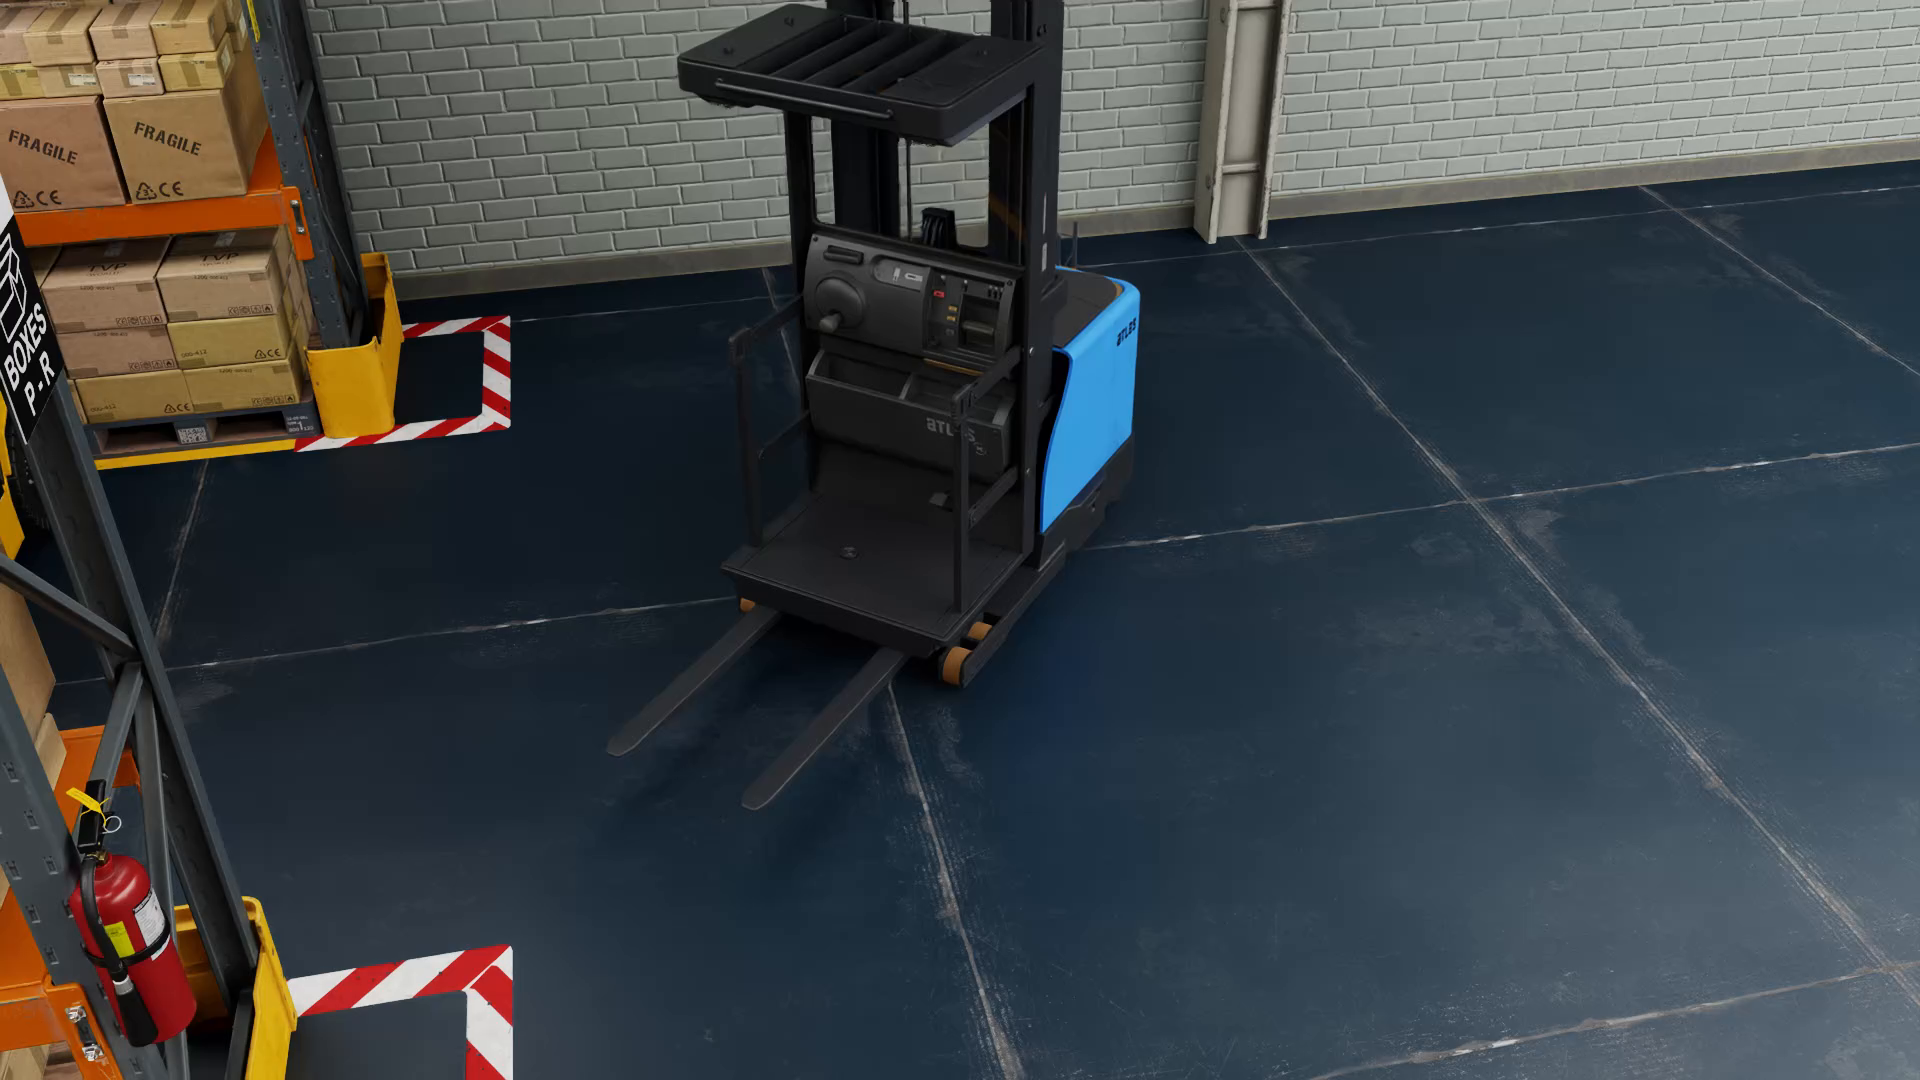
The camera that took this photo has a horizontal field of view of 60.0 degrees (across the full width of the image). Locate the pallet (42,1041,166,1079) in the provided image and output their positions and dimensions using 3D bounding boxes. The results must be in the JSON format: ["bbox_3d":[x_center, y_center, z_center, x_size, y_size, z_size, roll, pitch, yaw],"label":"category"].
[{"bbox_3d":[-3.018,1.853,4.799,1.213,0.211,1.003,-7,35,-11],"label":"pallet"}]

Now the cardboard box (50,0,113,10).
[{"bbox_3d":[-4.134,-2.547,7.915,0.250,0.149,0.380,-7,34,-10],"label":"cardboard box"}]

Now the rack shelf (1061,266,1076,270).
[{"bbox_3d":[0.406,-1.251,7.971,0.258,0.103,0.180,17,37,23],"label":"rack shelf"}]

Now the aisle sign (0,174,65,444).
[{"bbox_3d":[-2.152,-0.650,3.694,0.004,0.787,0.394,-7,35,-11],"label":"aisle sign"}]

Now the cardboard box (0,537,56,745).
[{"bbox_3d":[-2.667,0.348,4.183,0.500,0.500,0.500,-8,35,-11],"label":"cardboard box"}]

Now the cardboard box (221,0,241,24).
[{"bbox_3d":[-3.617,-2.601,7.995,0.250,0.149,0.380,-8,35,-11],"label":"cardboard box"}]

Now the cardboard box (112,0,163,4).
[{"bbox_3d":[-3.890,-2.602,7.997,0.250,0.149,0.380,-6,34,-9],"label":"cardboard box"}]

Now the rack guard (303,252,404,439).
[{"bbox_3d":[-3.219,-1.057,8.876,0.348,0.500,1.175,-7,35,-11],"label":"rack guard"}]

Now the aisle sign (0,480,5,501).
[{"bbox_3d":[-2.019,-0.324,3.208,0.004,0.787,0.394,-7,35,-11],"label":"aisle sign"}]

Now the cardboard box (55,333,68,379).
[{"bbox_3d":[-4.639,-0.972,8.148,0.500,0.250,0.500,-8,35,-12],"label":"cardboard box"}]

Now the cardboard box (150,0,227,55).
[{"bbox_3d":[-3.545,-2.368,7.647,0.250,0.149,0.380,-7,35,-10],"label":"cardboard box"}]

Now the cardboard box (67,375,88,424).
[{"bbox_3d":[-4.608,-0.782,8.315,0.500,0.250,0.500,-7,34,-10],"label":"cardboard box"}]

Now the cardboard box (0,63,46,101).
[{"bbox_3d":[-4.272,-2.137,7.571,0.250,0.149,0.380,-7,35,-11],"label":"cardboard box"}]

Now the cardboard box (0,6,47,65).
[{"bbox_3d":[-4.287,-2.283,7.522,0.250,0.149,0.380,-7,34,-10],"label":"cardboard box"}]

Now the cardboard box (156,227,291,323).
[{"bbox_3d":[-3.623,-1.314,8.209,0.500,0.250,0.500,-6,34,-9],"label":"cardboard box"}]

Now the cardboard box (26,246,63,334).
[{"bbox_3d":[-4.609,-1.180,8.010,0.500,0.250,0.500,-7,34,-10],"label":"cardboard box"}]

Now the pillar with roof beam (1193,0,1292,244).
[{"bbox_3d":[2.682,-3.385,4.718,0.400,9.000,9.100,-7,35,-11],"label":"pillar with roof beam"}]

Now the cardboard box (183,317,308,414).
[{"bbox_3d":[-3.631,-0.895,8.483,0.500,0.250,0.500,-7,34,-10],"label":"cardboard box"}]

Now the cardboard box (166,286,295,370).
[{"bbox_3d":[-3.648,-1.102,8.343,0.500,0.250,0.500,-8,35,-11],"label":"cardboard box"}]

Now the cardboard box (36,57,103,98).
[{"bbox_3d":[-4.028,-2.162,7.607,0.250,0.149,0.380,-7,34,-10],"label":"cardboard box"}]

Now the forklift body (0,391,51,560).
[{"bbox_3d":[-4.689,-0.515,6.587,1.214,2.155,2.313,-7,35,-11],"label":"forklift body"}]

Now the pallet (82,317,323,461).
[{"bbox_3d":[-3.979,-0.817,8.778,1.213,0.211,1.003,-7,35,-11],"label":"pallet"}]

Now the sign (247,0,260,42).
[{"bbox_3d":[-3.136,-2.374,7.345,0.005,0.325,0.100,-7,35,-11],"label":"sign"}]

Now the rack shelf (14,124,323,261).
[{"bbox_3d":[-5.193,-1.547,8.009,4.000,0.370,1.077,-7,35,-11],"label":"rack shelf"}]

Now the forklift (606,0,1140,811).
[{"bbox_3d":[-0.307,-0.900,6.460,1.130,2.935,3.031,17,37,23],"label":"forklift"}]

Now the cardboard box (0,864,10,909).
[{"bbox_3d":[-2.461,0.872,3.984,0.250,0.149,0.380,-6,34,-9],"label":"cardboard box"}]

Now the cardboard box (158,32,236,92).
[{"bbox_3d":[-3.519,-2.208,7.676,0.250,0.149,0.380,-7,34,-10],"label":"cardboard box"}]

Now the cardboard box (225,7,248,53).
[{"bbox_3d":[-3.630,-2.502,8.115,0.250,0.149,0.380,-8,35,-12],"label":"cardboard box"}]

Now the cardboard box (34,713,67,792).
[{"bbox_3d":[-2.521,0.639,4.331,0.250,0.149,0.380,-7,35,-10],"label":"cardboard box"}]

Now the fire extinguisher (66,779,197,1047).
[{"bbox_3d":[-1.930,0.874,3.825,0.183,0.674,0.296,-7,35,-11],"label":"fire extinguisher"}]

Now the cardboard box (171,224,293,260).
[{"bbox_3d":[-3.753,-1.583,8.611,0.500,0.250,0.500,-8,35,-11],"label":"cardboard box"}]

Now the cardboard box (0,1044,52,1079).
[{"bbox_3d":[-2.992,1.522,4.881,0.500,0.250,0.500,-7,35,-11],"label":"cardboard box"}]

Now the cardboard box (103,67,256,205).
[{"bbox_3d":[-3.664,-1.930,7.845,0.500,0.500,0.500,-8,35,-12],"label":"cardboard box"}]

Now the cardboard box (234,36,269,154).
[{"bbox_3d":[-3.787,-2.223,8.282,0.500,0.500,0.500,-6,34,-9],"label":"cardboard box"}]

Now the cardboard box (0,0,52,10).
[{"bbox_3d":[-4.379,-2.525,7.882,0.250,0.149,0.380,-7,34,-10],"label":"cardboard box"}]

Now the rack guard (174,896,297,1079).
[{"bbox_3d":[-2.218,1.653,4.838,0.348,0.500,1.175,-7,35,-11],"label":"rack guard"}]

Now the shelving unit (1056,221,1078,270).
[{"bbox_3d":[0.406,-0.989,8.147,0.258,1.200,0.189,17,37,23],"label":"shelving unit"}]

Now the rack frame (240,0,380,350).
[{"bbox_3d":[-3.242,-2.092,8.175,0.127,3.000,1.000,-7,35,-11],"label":"rack frame"}]

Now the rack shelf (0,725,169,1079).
[{"bbox_3d":[-4.094,1.150,3.990,4.000,0.370,1.077,-7,35,-11],"label":"rack shelf"}]

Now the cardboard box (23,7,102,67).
[{"bbox_3d":[-4.028,-2.274,7.507,0.250,0.149,0.380,-6,34,-9],"label":"cardboard box"}]

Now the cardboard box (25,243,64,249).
[{"bbox_3d":[-4.730,-1.464,8.434,0.500,0.250,0.500,-7,35,-11],"label":"cardboard box"}]

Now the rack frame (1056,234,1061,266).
[{"bbox_3d":[0.362,-0.944,8.080,0.240,1.200,0.006,17,37,23],"label":"rack frame"}]

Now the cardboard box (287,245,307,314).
[{"bbox_3d":[-3.747,-1.387,8.767,0.500,0.250,0.500,-7,34,-10],"label":"cardboard box"}]

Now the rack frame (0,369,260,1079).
[{"bbox_3d":[-2.144,0.605,4.156,0.127,3.000,1.000,-7,35,-11],"label":"rack frame"}]

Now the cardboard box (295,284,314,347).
[{"bbox_3d":[-3.765,-1.170,8.893,0.500,0.250,0.500,-7,35,-10],"label":"cardboard box"}]

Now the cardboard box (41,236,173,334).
[{"bbox_3d":[-4.119,-1.248,8.111,0.500,0.250,0.500,-7,34,-10],"label":"cardboard box"}]

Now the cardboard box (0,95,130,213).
[{"bbox_3d":[-4.173,-1.871,7.757,0.500,0.500,0.500,-6,34,-9],"label":"cardboard box"}]

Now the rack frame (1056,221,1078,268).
[{"bbox_3d":[0.449,-1.034,8.214,0.240,1.200,0.006,17,37,23],"label":"rack frame"}]

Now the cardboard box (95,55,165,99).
[{"bbox_3d":[-3.761,-2.160,7.605,0.250,0.149,0.380,-7,34,-10],"label":"cardboard box"}]

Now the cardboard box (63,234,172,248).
[{"bbox_3d":[-4.239,-1.520,8.517,0.500,0.250,0.500,-7,35,-10],"label":"cardboard box"}]

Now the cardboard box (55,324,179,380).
[{"bbox_3d":[-4.140,-1.047,8.260,0.500,0.250,0.500,-8,35,-11],"label":"cardboard box"}]

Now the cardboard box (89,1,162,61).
[{"bbox_3d":[-3.779,-2.320,7.577,0.250,0.149,0.380,-7,35,-10],"label":"cardboard box"}]

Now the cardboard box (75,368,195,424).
[{"bbox_3d":[-4.118,-0.839,8.399,0.500,0.250,0.500,-7,35,-11],"label":"cardboard box"}]
